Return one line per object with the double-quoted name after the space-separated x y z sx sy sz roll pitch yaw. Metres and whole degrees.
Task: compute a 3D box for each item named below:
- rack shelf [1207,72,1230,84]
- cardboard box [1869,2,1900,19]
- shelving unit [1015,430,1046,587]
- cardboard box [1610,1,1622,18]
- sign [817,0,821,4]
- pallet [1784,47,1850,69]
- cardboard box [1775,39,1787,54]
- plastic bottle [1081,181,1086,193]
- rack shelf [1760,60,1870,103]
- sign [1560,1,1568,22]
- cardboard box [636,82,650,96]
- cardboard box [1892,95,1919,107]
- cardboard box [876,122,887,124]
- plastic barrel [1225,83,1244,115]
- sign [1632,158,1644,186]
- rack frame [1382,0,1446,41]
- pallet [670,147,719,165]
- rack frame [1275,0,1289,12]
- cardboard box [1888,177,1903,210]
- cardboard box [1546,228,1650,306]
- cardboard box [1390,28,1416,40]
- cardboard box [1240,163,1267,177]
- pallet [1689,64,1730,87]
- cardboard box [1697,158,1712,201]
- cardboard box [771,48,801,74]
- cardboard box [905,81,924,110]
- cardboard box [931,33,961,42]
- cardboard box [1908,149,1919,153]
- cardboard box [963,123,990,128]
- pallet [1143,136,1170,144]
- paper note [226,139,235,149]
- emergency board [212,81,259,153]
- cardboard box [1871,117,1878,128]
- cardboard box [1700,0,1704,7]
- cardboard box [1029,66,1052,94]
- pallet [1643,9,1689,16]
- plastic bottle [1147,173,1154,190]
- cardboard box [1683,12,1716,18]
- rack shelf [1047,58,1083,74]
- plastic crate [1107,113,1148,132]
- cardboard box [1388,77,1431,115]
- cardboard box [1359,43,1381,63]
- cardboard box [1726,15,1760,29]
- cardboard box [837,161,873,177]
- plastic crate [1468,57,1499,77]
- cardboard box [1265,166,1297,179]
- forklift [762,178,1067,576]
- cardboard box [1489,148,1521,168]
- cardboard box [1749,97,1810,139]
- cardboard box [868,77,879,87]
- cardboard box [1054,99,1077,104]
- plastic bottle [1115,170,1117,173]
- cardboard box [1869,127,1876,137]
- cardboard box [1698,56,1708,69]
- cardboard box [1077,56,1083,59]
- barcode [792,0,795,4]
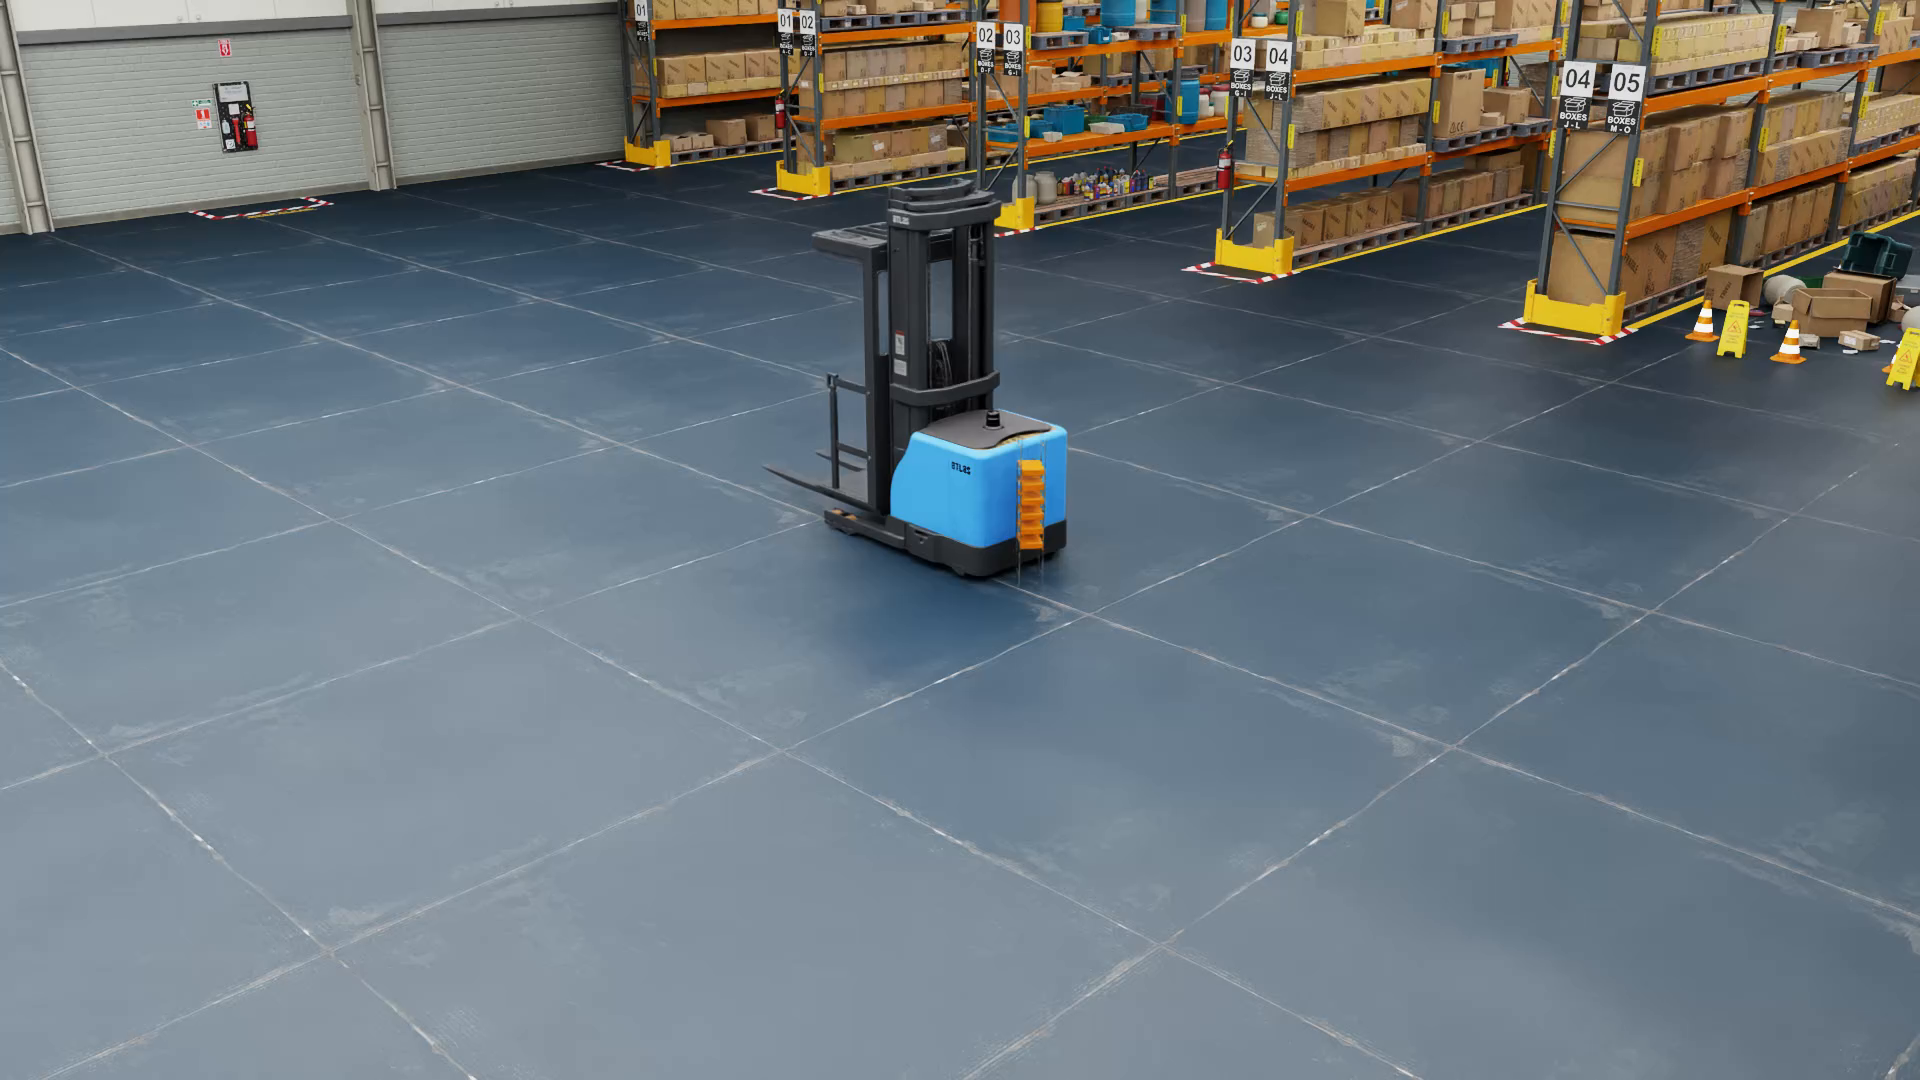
6.898 -11.107 39.656 1.077 0.370 4.000 19 28 41 "rack shelf"
14.280 -8.200 25.702 0.396 0.266 0.258 19 28 41 "cardboard box"
0.545 -0.240 12.887 0.189 1.200 0.258 -2 21 -5 "shelving unit"
11.768 -9.743 30.463 0.500 0.311 0.500 18 27 39 "cardboard box"
-2.475 -9.549 29.089 0.100 0.325 0.005 19 28 41 "sign"
12.101 -6.998 24.044 1.213 0.211 1.003 -19 28 -40 "pallet"
11.100 -6.797 22.722 0.258 0.266 0.396 19 28 40 "cardboard box"
2.167 -6.203 29.180 0.097 0.201 0.097 0 21 0 "plastic bottle"
11.895 -6.703 24.017 1.077 0.370 4.000 19 28 41 "rack shelf"
10.195 -8.925 28.075 0.100 0.325 0.005 19 28 41 "sign"
-6.233 -9.191 33.849 0.500 0.250 0.500 -20 28 -41 "cardboard box"
15.754 -7.316 27.726 0.380 0.149 0.250 18 28 39 "cardboard box"
-2.074 -9.742 37.971 0.700 0.500 0.500 19 28 40 "cardboard box"
5.106 -8.186 30.863 0.433 0.535 0.433 0 21 0 "plastic barrel"
8.103 -4.397 19.878 0.100 0.325 0.005 19 28 41 "sign"
7.017 -9.192 25.309 1.000 3.000 0.127 19 28 41 "rack frame"
-5.775 -8.001 34.458 1.003 0.211 1.213 19 28 41 "pallet"
6.259 -11.460 31.210 1.000 3.000 0.127 19 28 41 "rack frame"
15.387 -5.825 27.810 0.500 0.500 0.500 18 28 39 "cardboard box"
8.135 -3.491 21.215 0.875 0.875 0.875 19 28 41 "cardboard box"
6.632 -7.620 25.054 0.380 0.149 0.250 18 27 38 "cardboard box"
4.277 -5.371 24.080 0.380 0.149 0.250 19 28 41 "cardboard box"
9.071 -5.964 21.214 1.003 0.211 1.213 19 28 41 "pallet"
9.423 -4.840 22.140 0.875 0.550 0.550 19 28 41 "cardboard box"
-3.738 -10.202 35.433 0.500 0.500 0.500 19 28 41 "cardboard box"
-1.099 -8.538 31.830 0.500 0.500 0.700 -20 28 -41 "cardboard box"
-0.318 -11.744 38.682 0.500 0.250 0.500 -19 28 -41 "cardboard box"
17.889 -7.169 30.966 0.380 0.149 0.250 19 28 40 "cardboard box"
0.357 -8.358 33.966 0.500 0.311 0.500 -19 28 -41 "cardboard box"
4.111 -9.093 37.301 1.003 0.211 1.213 19 28 41 "pallet"
-12.662 -6.872 28.862 0.016 0.148 0.142 19 28 41 "paper note"
-12.489 -7.311 28.778 0.194 1.169 0.643 19 28 41 "emergency board"
14.319 -6.649 26.405 0.380 0.149 0.250 19 28 41 "cardboard box"
14.259 -10.759 32.704 0.700 0.500 0.500 17 27 37 "cardboard box"
1.553 -9.512 34.363 0.500 0.500 0.500 17 27 38 "cardboard box"
13.176 -10.015 31.754 1.003 0.211 1.213 19 28 41 "pallet"
3.369 -6.363 29.483 0.133 0.283 0.061 -18 28 -39 "plastic bottle"
9.825 -6.948 22.165 0.380 0.149 0.250 19 28 40 "cardboard box"
3.346 -12.346 42.879 1.077 0.370 4.000 19 28 41 "rack shelf"
2.891 -7.210 28.720 0.499 0.251 0.616 19 28 41 "plastic crate"
6.900 -6.860 25.655 0.500 0.500 0.500 19 28 41 "cardboard box"
5.811 -7.149 24.382 0.500 0.250 0.500 -19 28 -40 "cardboard box"
10.121 -6.719 21.570 0.380 0.149 0.250 19 28 41 "cardboard box"
-1.989 -6.968 31.132 0.500 0.250 0.500 19 28 41 "cardboard box"
11.740 -10.628 37.273 0.616 0.435 0.499 19 28 41 "plastic crate"
4.596 -5.260 23.791 0.380 0.149 0.250 19 28 41 "cardboard box"
-0.510 -1.524 13.816 1.130 2.935 3.031 -19 28 -40 "forklift"
9.361 -6.629 28.828 0.500 0.250 0.500 -19 28 -40 "cardboard box"
11.906 -6.159 24.247 0.700 0.500 0.500 19 28 40 "cardboard box"
-1.722 -8.506 30.843 0.380 0.149 0.250 18 27 39 "cardboard box"
2.546 -11.363 42.219 0.700 0.500 0.500 20 29 41 "cardboard box"
2.726 -6.503 29.859 0.135 0.276 0.152 -19 28 -40 "plastic bottle"
14.310 -6.504 26.442 0.250 0.149 0.380 -19 28 -40 "cardboard box"
9.059 -5.954 20.691 0.380 0.149 0.250 19 28 40 "cardboard box"
2.854 -12.629 42.195 0.980 0.700 0.700 18 28 39 "cardboard box"
-3.004 -9.713 30.037 0.001 0.075 0.075 19 28 41 "barcode"
